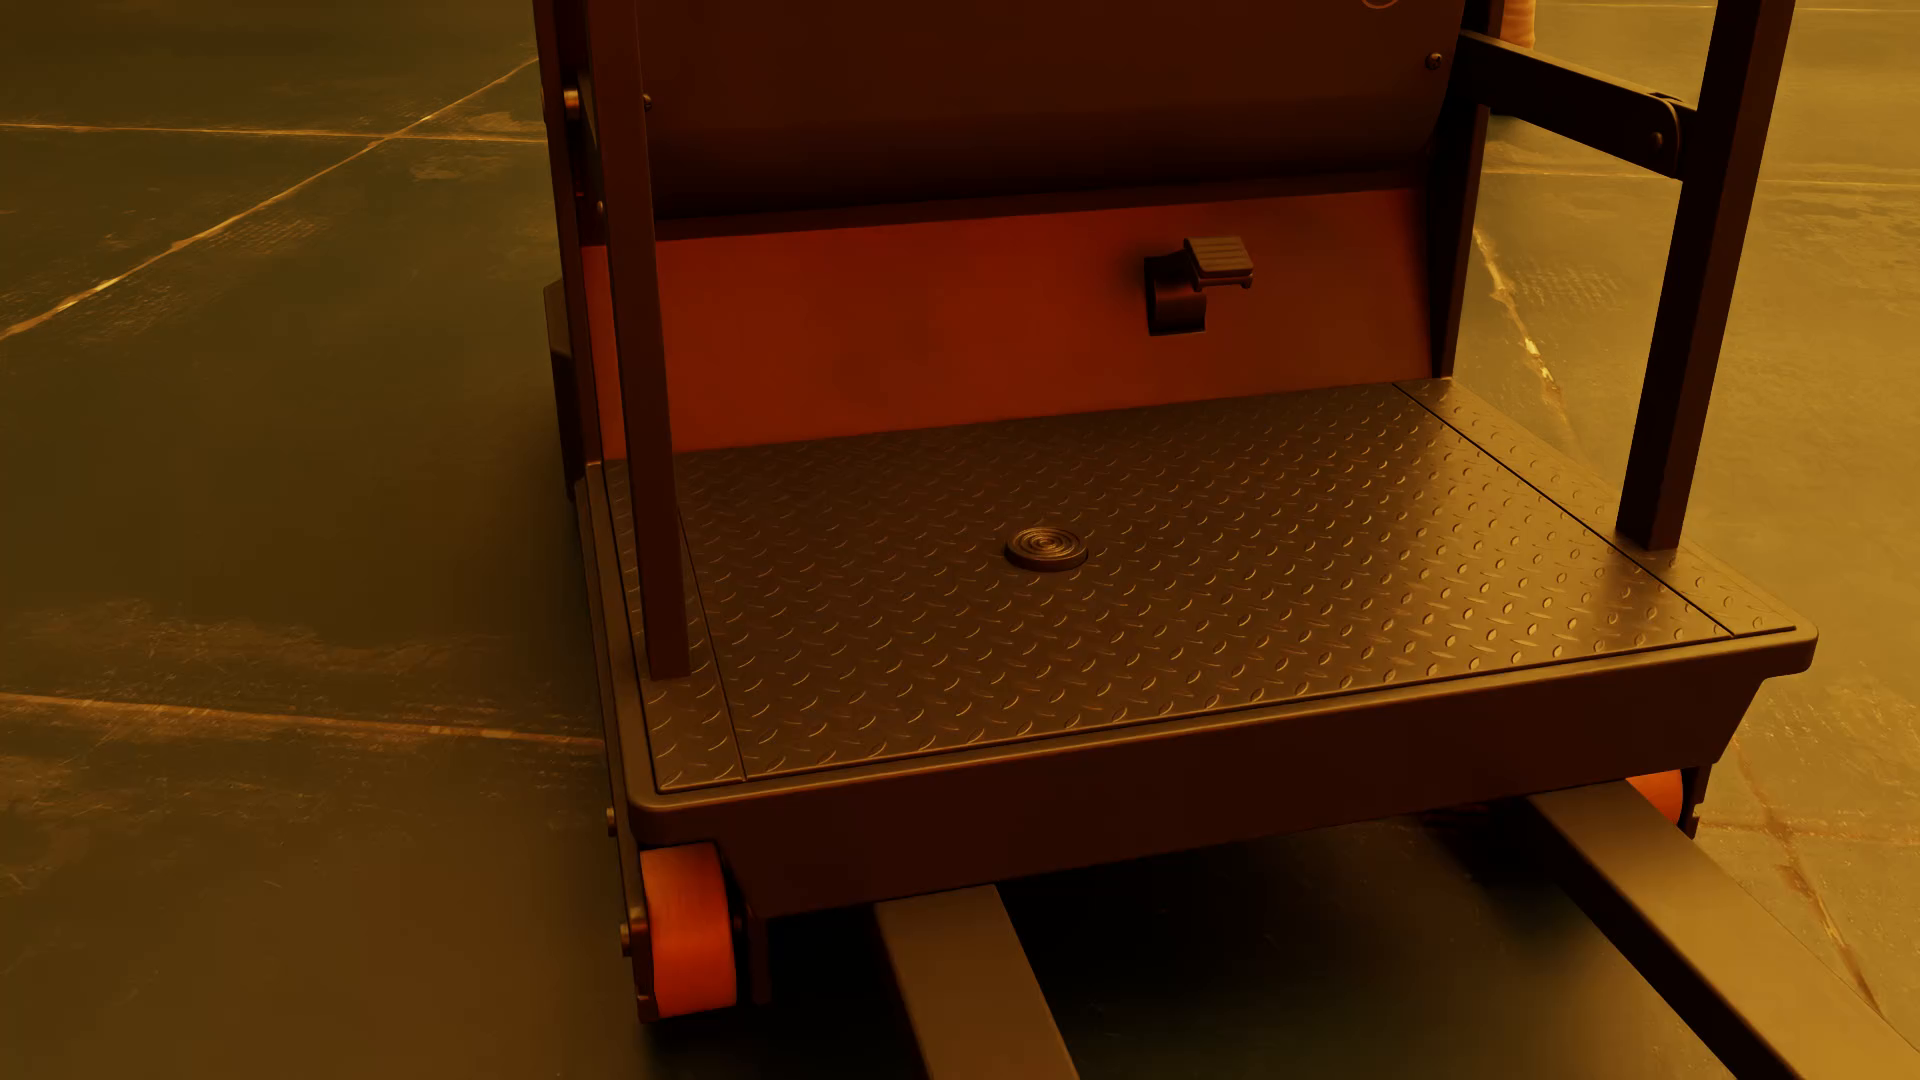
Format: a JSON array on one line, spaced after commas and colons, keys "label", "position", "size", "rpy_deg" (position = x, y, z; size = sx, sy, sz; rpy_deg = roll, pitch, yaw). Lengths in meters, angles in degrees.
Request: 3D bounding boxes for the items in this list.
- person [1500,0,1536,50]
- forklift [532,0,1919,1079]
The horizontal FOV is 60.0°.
[{"label": "person", "position": [1.470, -2.108, 4.774], "size": [0.640, 1.727, 0.551], "rpy_deg": [1, 27, 3]}, {"label": "forklift", "position": [0.153, -1.049, 1.319], "size": [1.130, 2.935, 3.031], "rpy_deg": [-7, 27, -13]}]
